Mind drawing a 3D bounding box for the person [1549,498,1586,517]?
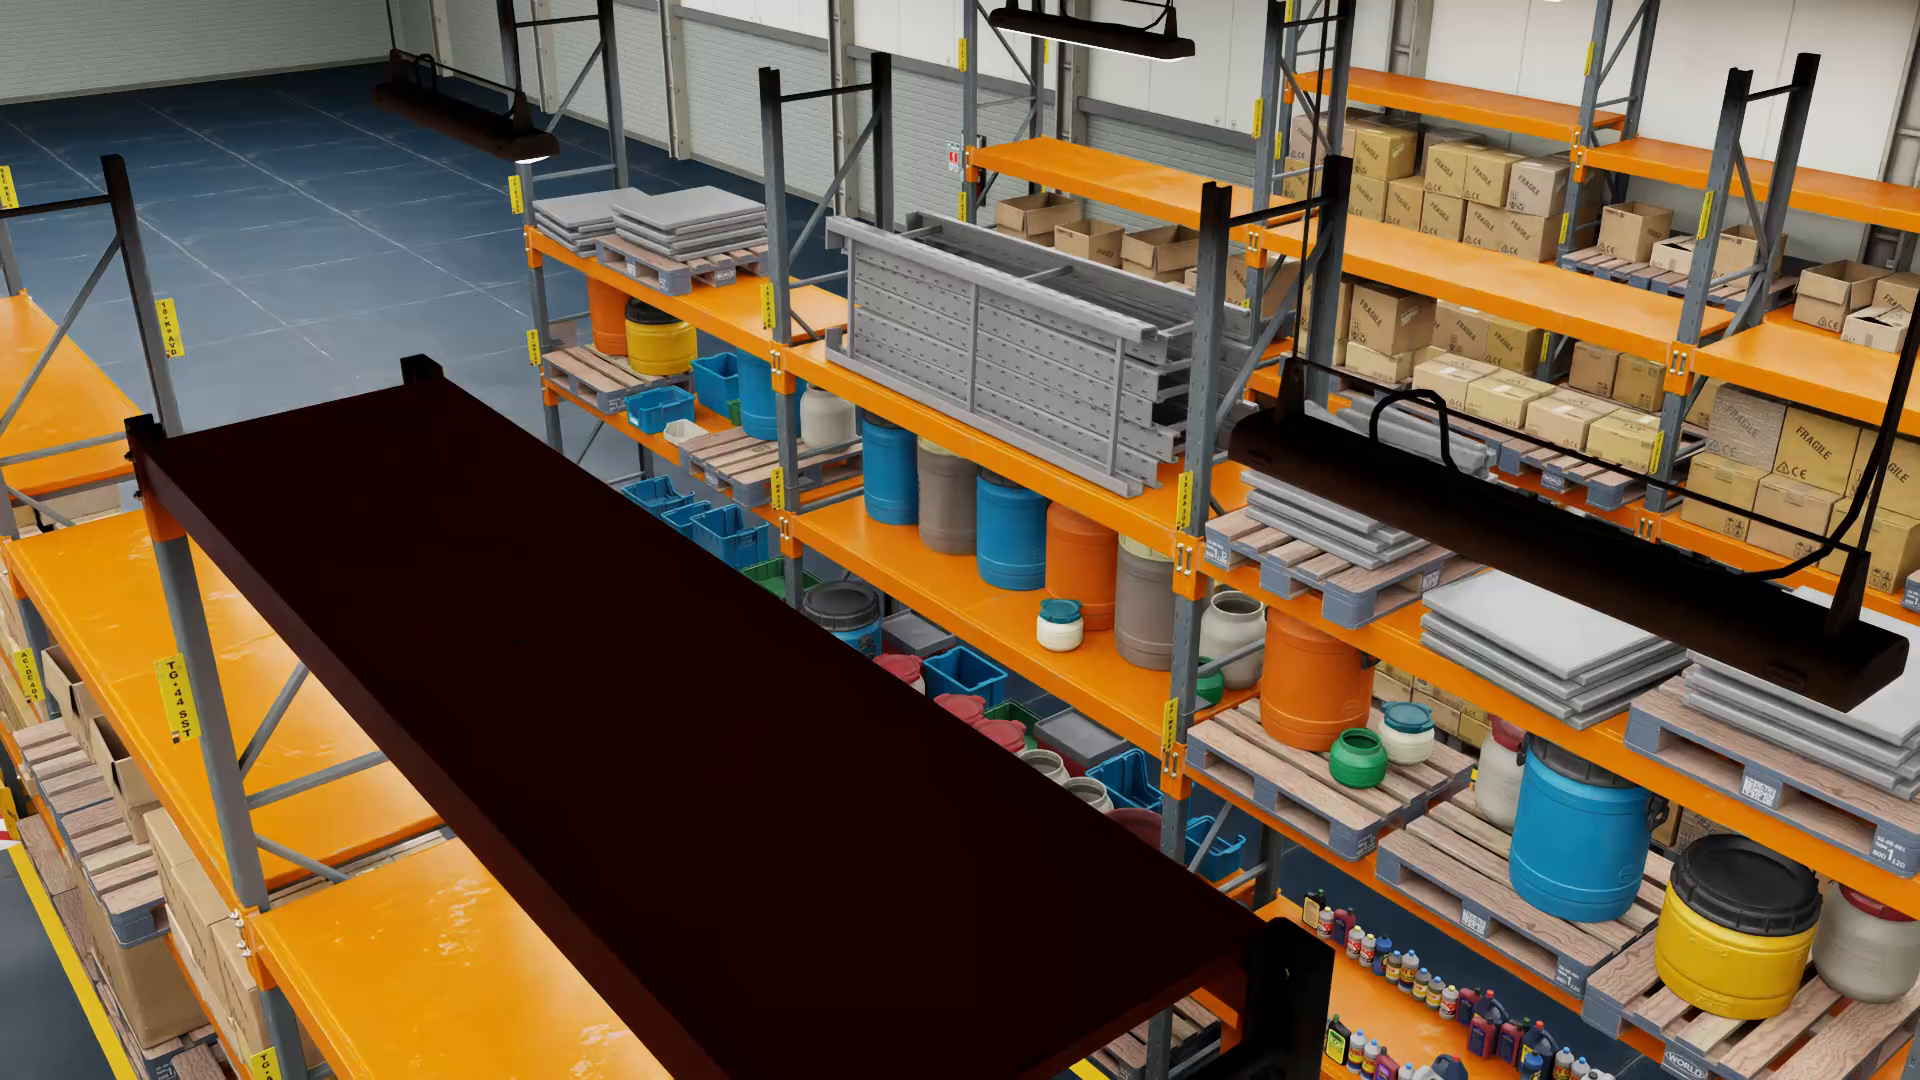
[{"bbox_3d":[6.198,-0.290,16.966,1.016,1.610,0.581,18,31,33],"label":"person"}]
